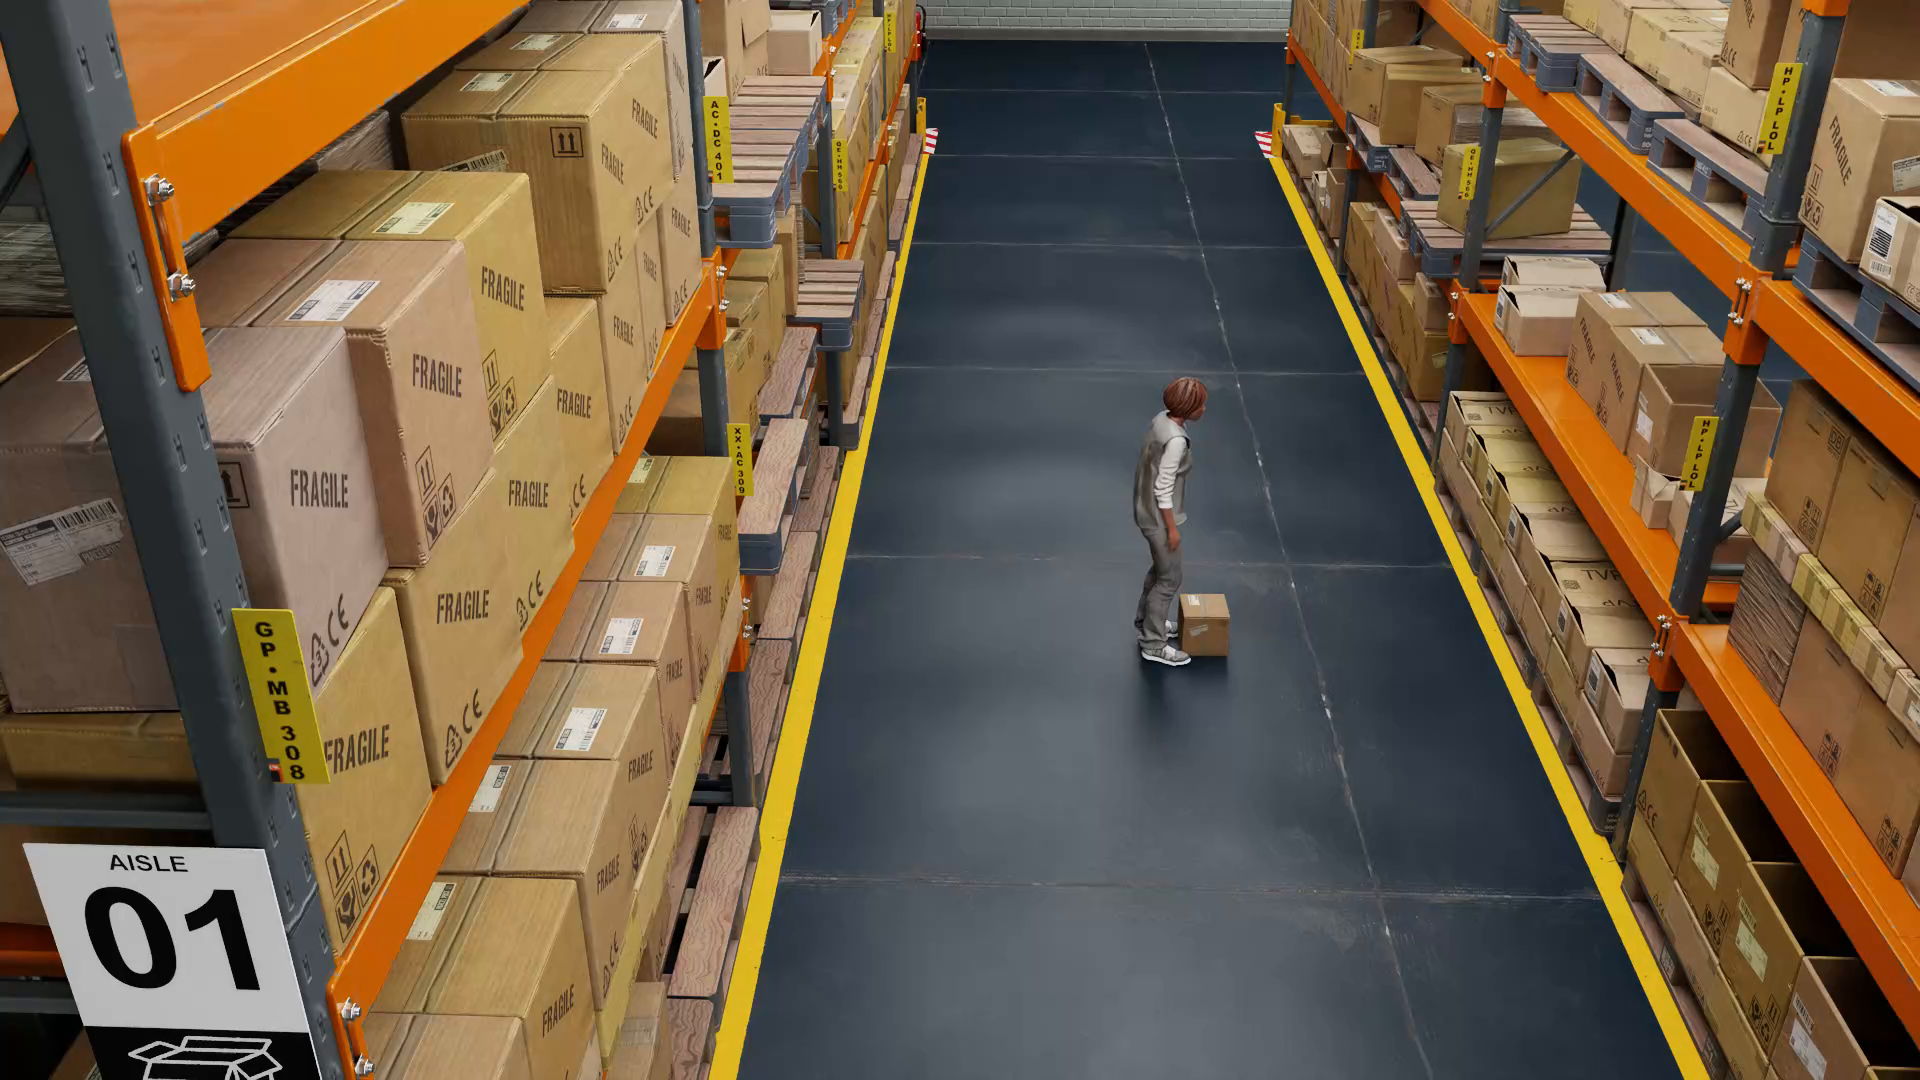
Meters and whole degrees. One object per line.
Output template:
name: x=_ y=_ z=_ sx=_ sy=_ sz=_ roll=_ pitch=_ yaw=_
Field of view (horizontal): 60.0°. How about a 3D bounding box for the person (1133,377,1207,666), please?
person: x=1.096 y=-0.120 z=8.858 sx=0.347 sy=1.591 sz=0.459 roll=1 pitch=28 yaw=2
